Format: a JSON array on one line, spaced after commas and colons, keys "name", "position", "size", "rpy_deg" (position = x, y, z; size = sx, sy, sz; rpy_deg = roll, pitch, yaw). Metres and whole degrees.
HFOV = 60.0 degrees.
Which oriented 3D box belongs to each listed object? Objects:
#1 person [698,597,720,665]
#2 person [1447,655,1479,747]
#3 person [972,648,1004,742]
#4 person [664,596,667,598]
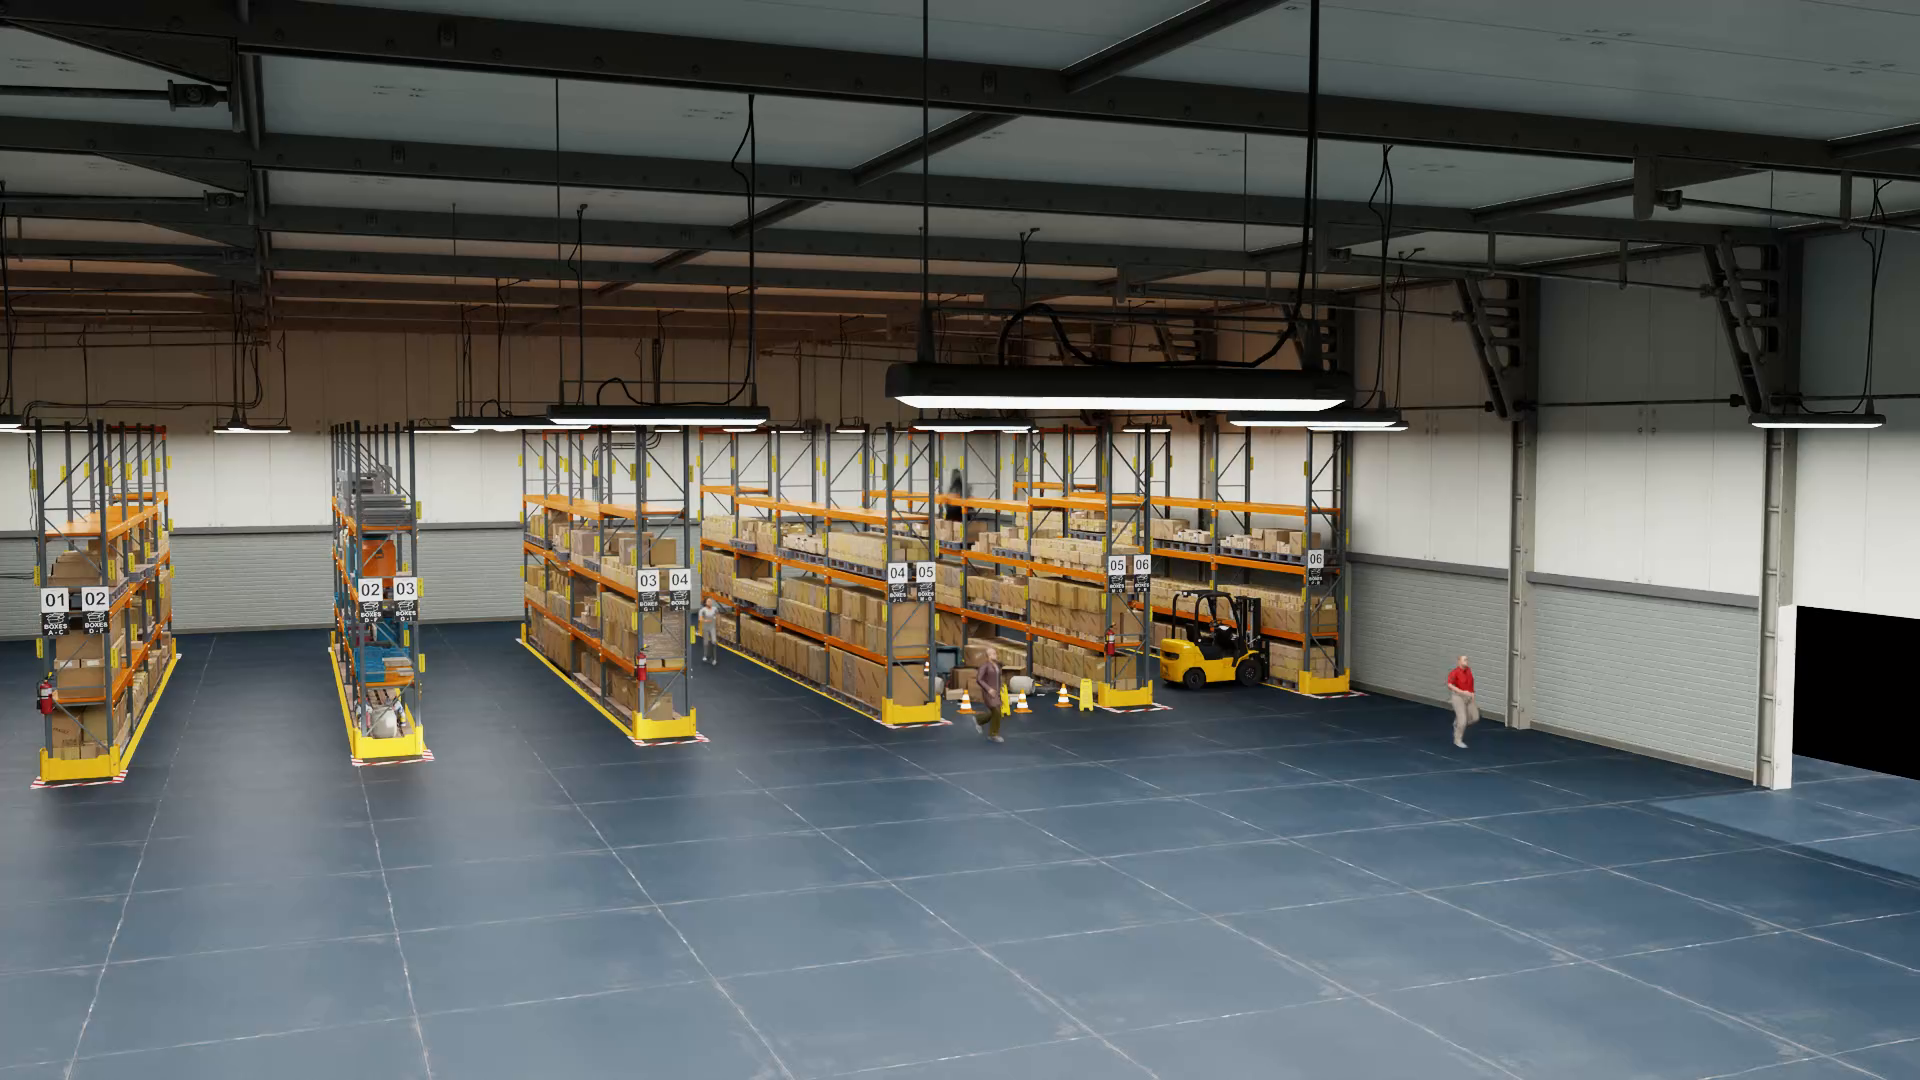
[{"name": "person", "position": [-6.302, 2.290, 41.785], "size": [0.584, 1.743, 0.747], "rpy_deg": [-1, 4, -21]}, {"name": "person", "position": [9.296, 2.969, 30.676], "size": [0.705, 1.687, 0.585], "rpy_deg": [-2, 4, -33]}, {"name": "person", "position": [0.523, 2.904, 31.321], "size": [0.735, 1.744, 0.736], "rpy_deg": [2, 4, 29]}, {"name": "person", "position": [-8.791, 1.929, 48.029], "size": [0.742, 1.611, 0.630], "rpy_deg": [1, 4, 17]}]
